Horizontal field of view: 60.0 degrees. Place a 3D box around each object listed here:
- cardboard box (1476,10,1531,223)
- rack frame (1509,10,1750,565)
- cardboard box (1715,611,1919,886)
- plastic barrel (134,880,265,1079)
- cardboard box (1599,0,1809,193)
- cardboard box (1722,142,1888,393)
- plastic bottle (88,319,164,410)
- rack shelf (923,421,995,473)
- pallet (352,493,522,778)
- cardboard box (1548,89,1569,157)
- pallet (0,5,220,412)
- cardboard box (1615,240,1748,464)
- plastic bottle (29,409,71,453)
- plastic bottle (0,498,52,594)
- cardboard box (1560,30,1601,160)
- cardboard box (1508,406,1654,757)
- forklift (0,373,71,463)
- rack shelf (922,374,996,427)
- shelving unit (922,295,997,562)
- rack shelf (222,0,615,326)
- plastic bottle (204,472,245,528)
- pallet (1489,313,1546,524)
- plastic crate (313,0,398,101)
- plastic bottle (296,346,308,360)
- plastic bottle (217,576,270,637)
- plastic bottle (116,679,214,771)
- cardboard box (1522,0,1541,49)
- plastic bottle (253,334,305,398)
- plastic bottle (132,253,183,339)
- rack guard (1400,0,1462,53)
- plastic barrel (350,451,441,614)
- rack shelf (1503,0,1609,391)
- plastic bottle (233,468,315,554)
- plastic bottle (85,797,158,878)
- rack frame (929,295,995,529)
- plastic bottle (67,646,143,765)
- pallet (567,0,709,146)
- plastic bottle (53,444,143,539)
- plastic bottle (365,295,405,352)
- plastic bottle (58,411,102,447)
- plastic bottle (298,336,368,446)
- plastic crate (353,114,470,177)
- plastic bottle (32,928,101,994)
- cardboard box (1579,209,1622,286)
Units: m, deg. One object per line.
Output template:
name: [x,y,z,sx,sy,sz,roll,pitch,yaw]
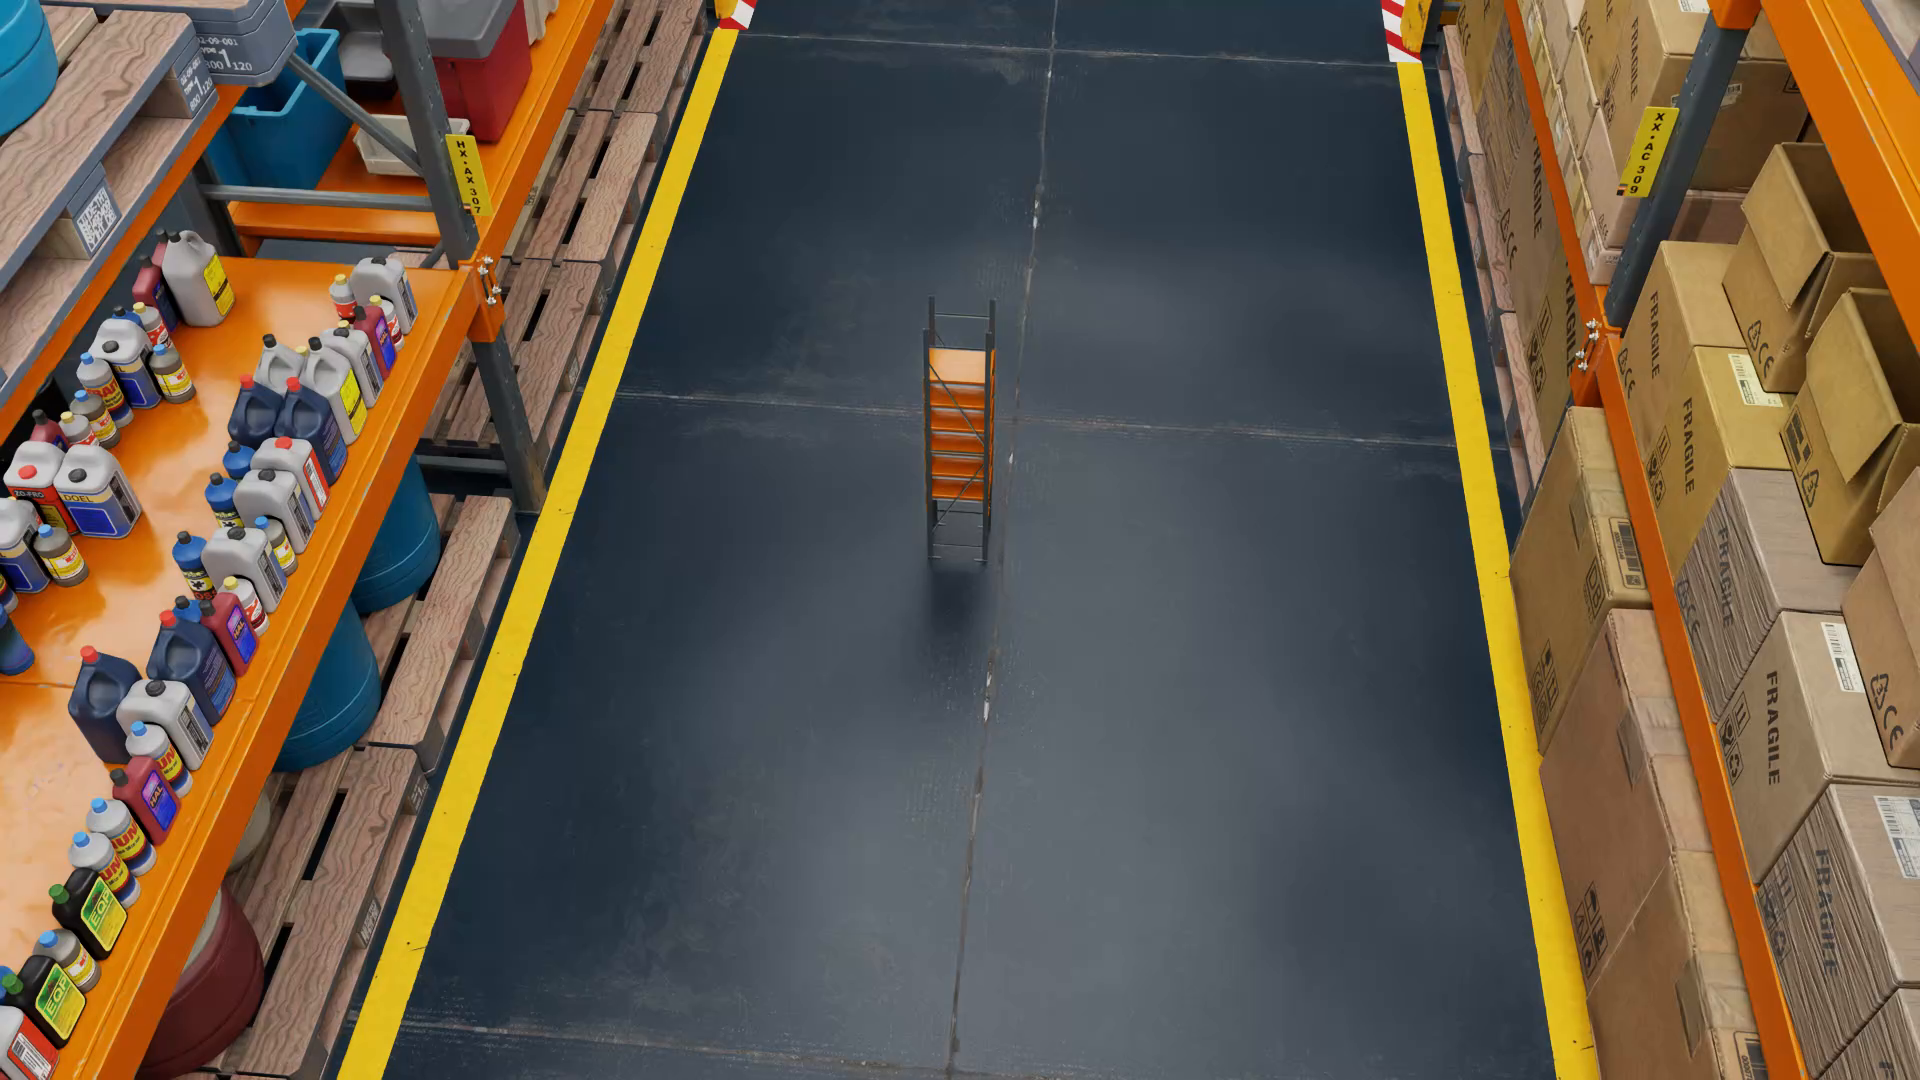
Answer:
cardboard box: [3.009,-2.078,7.799,0.875,0.875,0.875,4,48,4]
rack frame: [2.706,-0.858,5.528,1.000,3.000,0.127,4,48,4]
cardboard box: [2.283,0.546,4.176,0.500,0.500,0.500,5,48,4]
plastic barrel: [-2.460,1.229,4.968,0.600,0.588,0.708,4,48,4]
cardboard box: [2.482,-1.517,5.523,0.500,0.500,0.500,5,48,5]
cardboard box: [2.656,-0.761,4.691,0.797,0.503,0.637,3,48,3]
plastic bottle: [-2.681,-0.566,5.345,0.152,0.276,0.135,4,48,4]
rack shelf: [-0.001,-0.364,6.356,0.258,0.103,0.180,4,48,4]
pallet: [-2.338,0.314,6.346,1.003,0.211,1.213,4,48,4]
cardboard box: [2.478,-1.587,6.364,0.380,0.149,0.250,5,48,4]
pallet: [-2.301,-0.724,3.501,1.003,0.211,1.213,4,48,4]
cardboard box: [2.415,-0.571,5.198,0.500,0.500,0.500,4,48,4]
plastic bottle: [-2.765,-0.259,5.059,0.061,0.283,0.133,4,48,4]
plastic bottle: [-2.753,0.016,4.813,0.152,0.276,0.135,4,48,4]
cardboard box: [2.530,-1.631,6.135,0.500,0.250,0.500,5,48,5]
cardboard box: [2.668,0.189,5.726,1.225,0.875,0.875,4,48,4]
forklift: [-5.264,-1.017,5.720,3.031,2.935,1.130,-31,55,-25]
rack shelf: [-0.001,-0.526,6.179,0.258,0.103,0.180,4,48,4]
shelving unit: [-0.001,-0.394,6.323,0.258,1.200,0.189,4,48,4]
rack shelf: [-2.044,-2.418,7.443,1.077,0.370,4.000,4,48,4]
plastic bottle: [-2.158,-0.094,4.916,0.097,0.271,0.097,0,48,0]
pallet: [2.853,-0.471,7.064,1.003,0.211,1.213,4,48,4]
plastic crate: [-2.392,-1.960,6.681,0.437,0.125,0.590,4,48,4]
plastic bottle: [-2.099,-0.539,5.371,0.097,0.201,0.097,0,48,0]
plastic bottle: [-2.036,0.182,4.711,0.097,0.201,0.097,0,48,0]
plastic bottle: [-2.103,0.474,4.393,0.152,0.276,0.135,4,48,4]
cardboard box: [2.549,-2.151,6.881,0.380,0.149,0.250,5,48,4]
plastic bottle: [-2.128,-0.487,5.222,0.144,0.351,0.185,4,48,4]
plastic bottle: [-2.697,-0.813,5.566,0.061,0.283,0.133,4,48,4]
rack guard: [3.073,-2.972,9.155,1.175,0.500,0.348,4,48,4]
plastic barrel: [-2.293,-0.226,6.088,0.600,0.901,0.708,4,48,4]
rack shelf: [2.889,-2.085,7.138,1.077,0.370,4.000,4,48,4]
plastic bottle: [-2.032,-0.100,4.919,0.152,0.276,0.135,4,48,4]
plastic bottle: [-2.107,0.732,4.160,0.097,0.271,0.097,0,48,0]
rack frame: [0.007,-0.462,6.385,0.240,1.200,0.006,4,48,4]
plastic bottle: [-2.248,0.421,4.392,0.144,0.351,0.185,4,48,4]
pallet: [-1.975,-2.586,8.998,1.003,0.211,1.213,4,48,4]
plastic bottle: [-2.581,-0.145,4.959,0.152,0.276,0.135,4,48,4]
plastic bottle: [-1.923,-0.726,5.542,0.097,0.201,0.097,0,48,0]
plastic bottle: [-2.737,-0.315,5.166,0.097,0.201,0.097,0,48,0]
plastic bottle: [-1.984,-0.477,5.213,0.144,0.351,0.185,4,48,4]
plastic crate: [-2.041,-1.455,6.212,0.396,0.136,0.243,4,48,4]
plastic bottle: [-2.137,0.997,3.966,0.097,0.201,0.097,0,48,0]
cardboard box: [2.408,-1.020,5.846,0.380,0.149,0.250,4,48,4]
